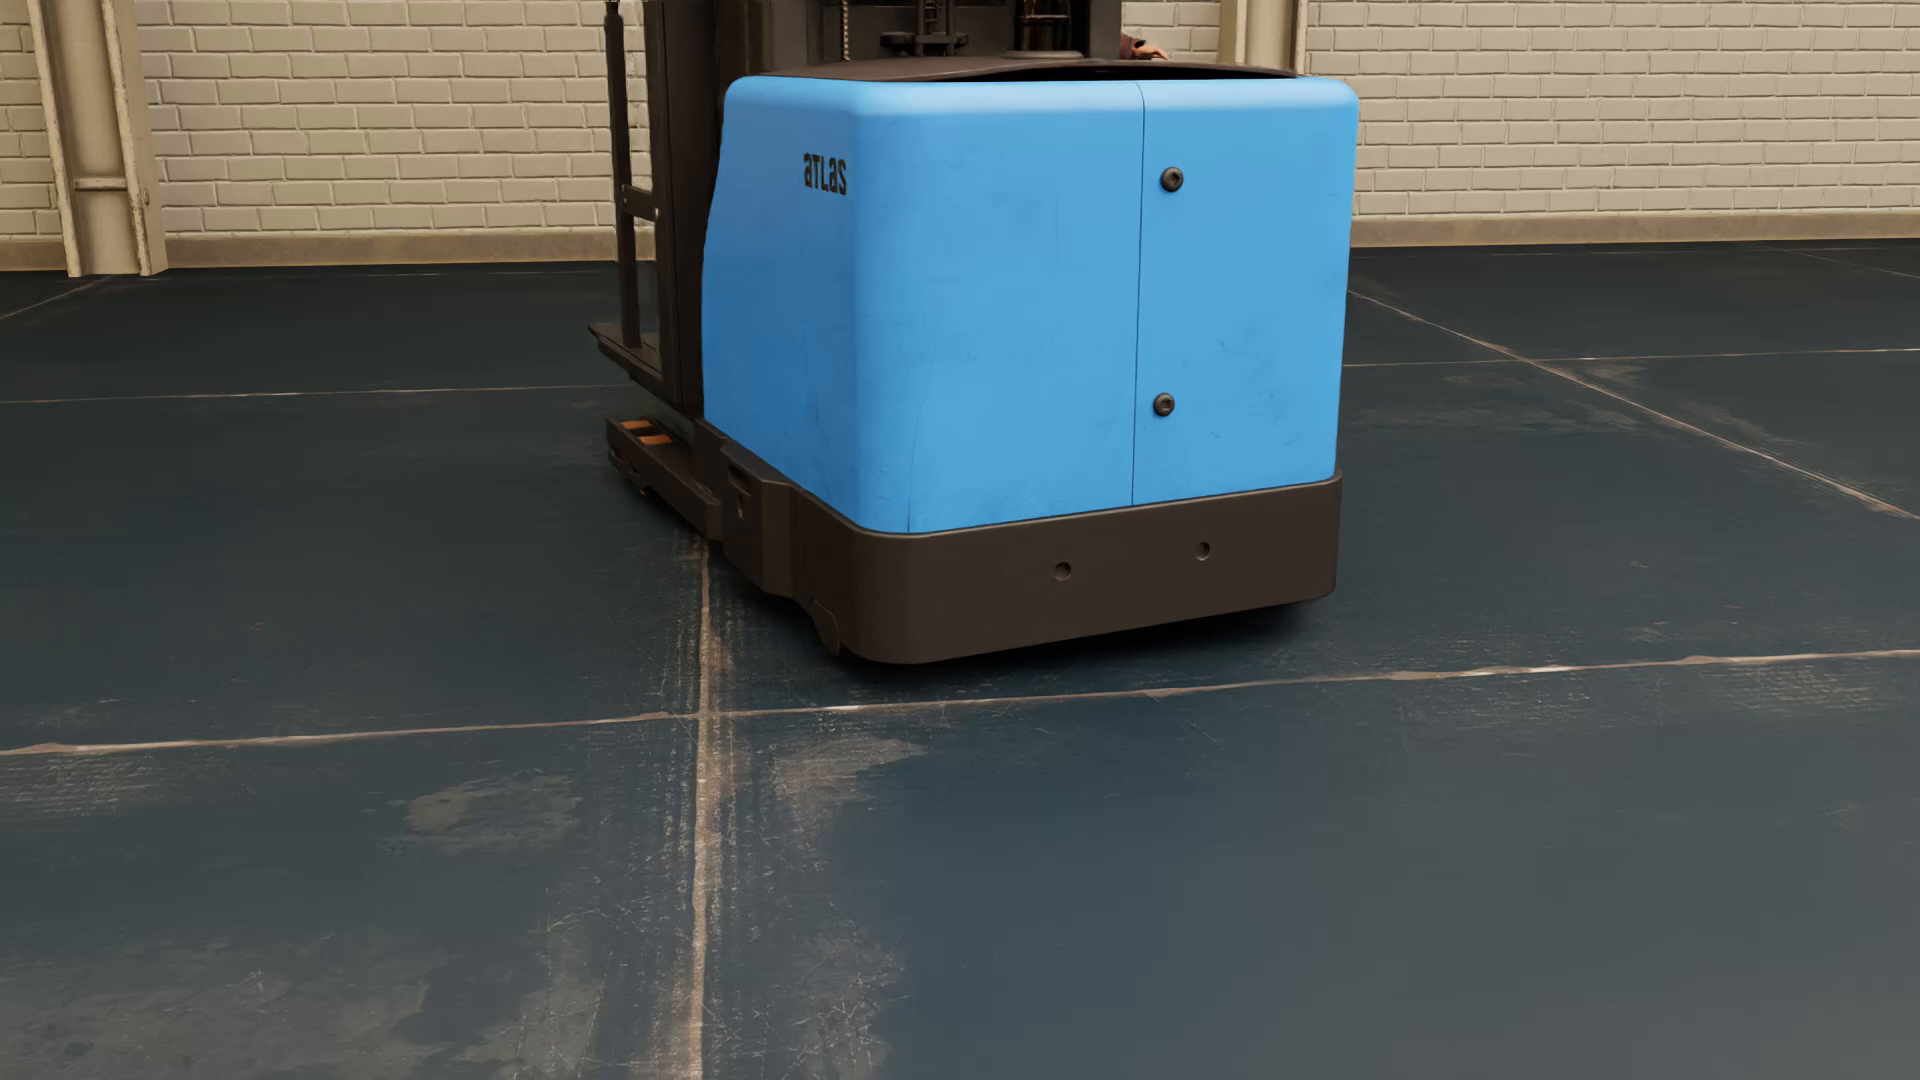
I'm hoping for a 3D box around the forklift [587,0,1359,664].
[{"bbox_3d":[-0.310,-1.561,4.066,1.130,2.935,3.031,-8,18,-24],"label":"forklift"}]

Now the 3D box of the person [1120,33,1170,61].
[{"bbox_3d":[0.332,-1.727,7.020,1.363,1.542,0.782,-10,19,-29],"label":"person"}]
